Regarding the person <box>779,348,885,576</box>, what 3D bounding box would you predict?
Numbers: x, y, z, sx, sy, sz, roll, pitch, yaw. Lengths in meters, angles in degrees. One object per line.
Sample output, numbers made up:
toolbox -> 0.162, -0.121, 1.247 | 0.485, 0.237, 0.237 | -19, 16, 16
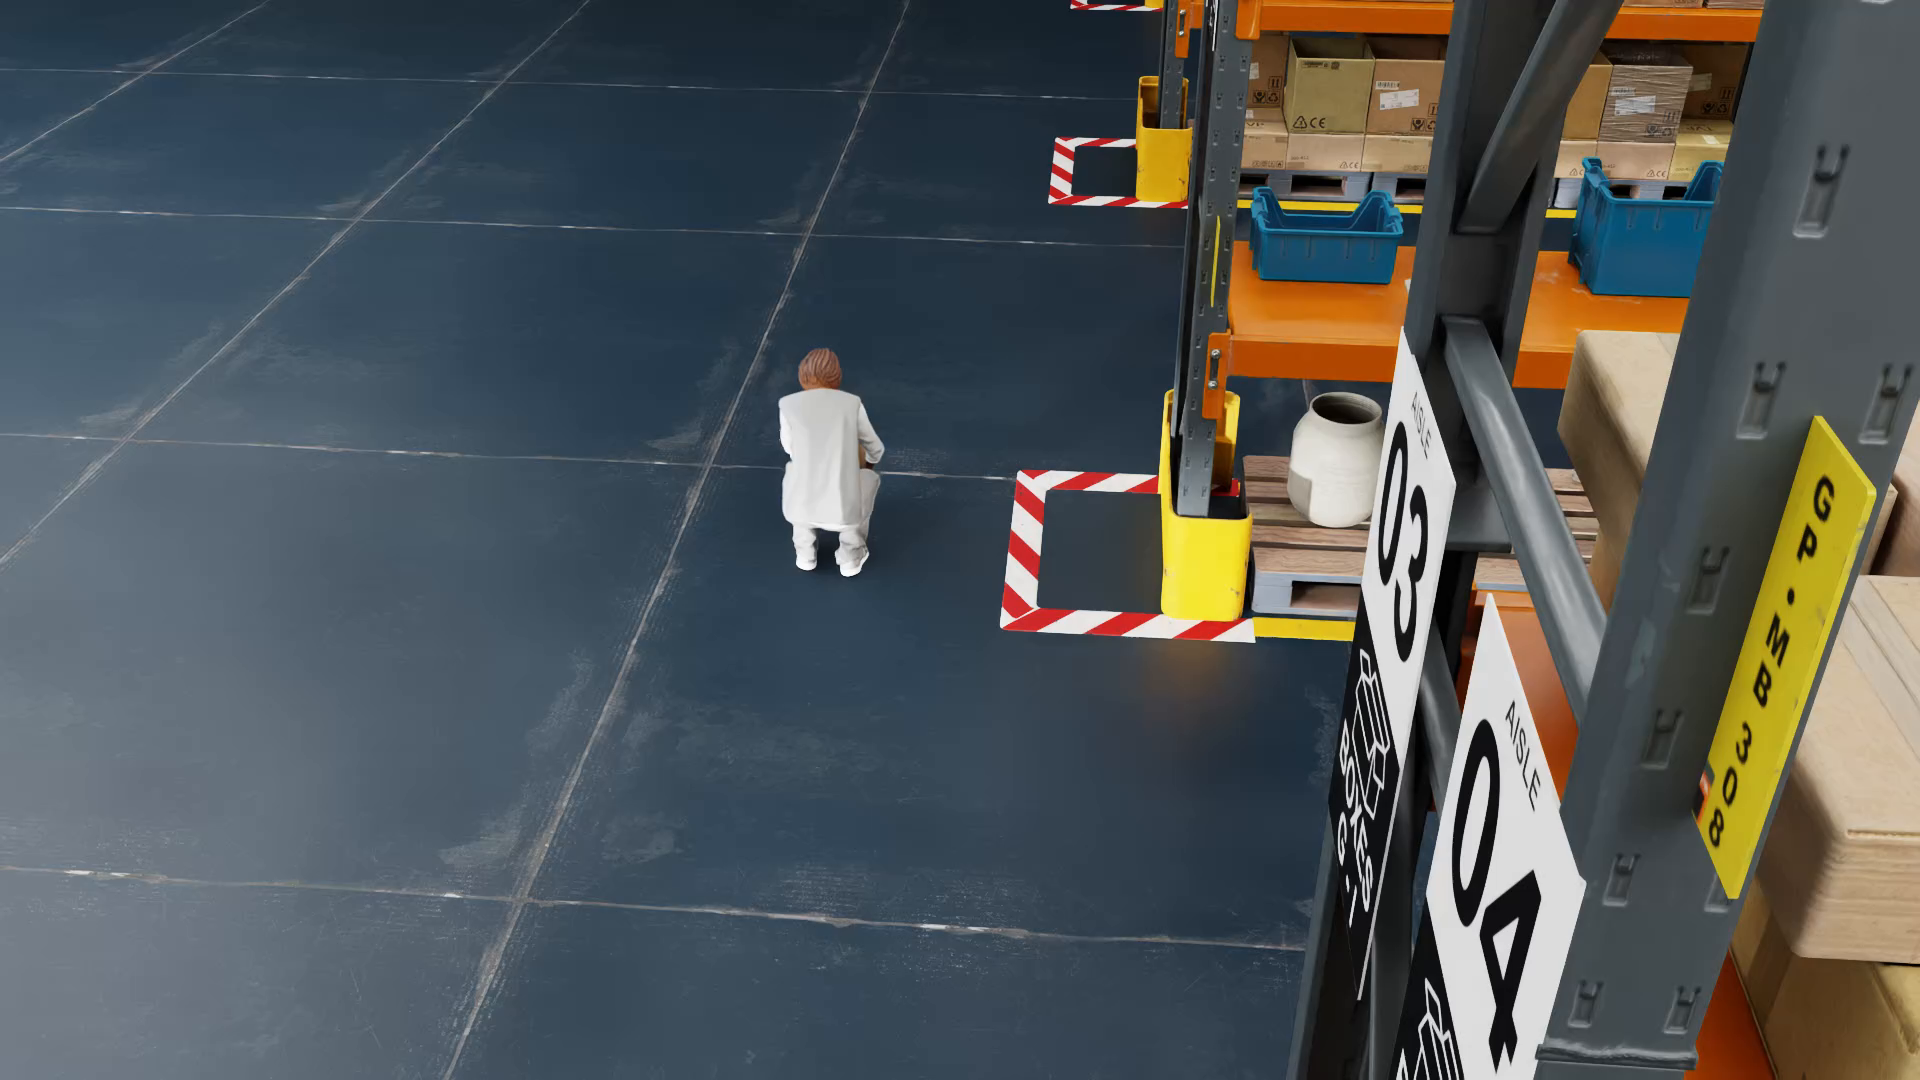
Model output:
person -> -0.587, -0.296, 7.372 | 0.467, 0.792, 0.797 | 3, 32, 4
